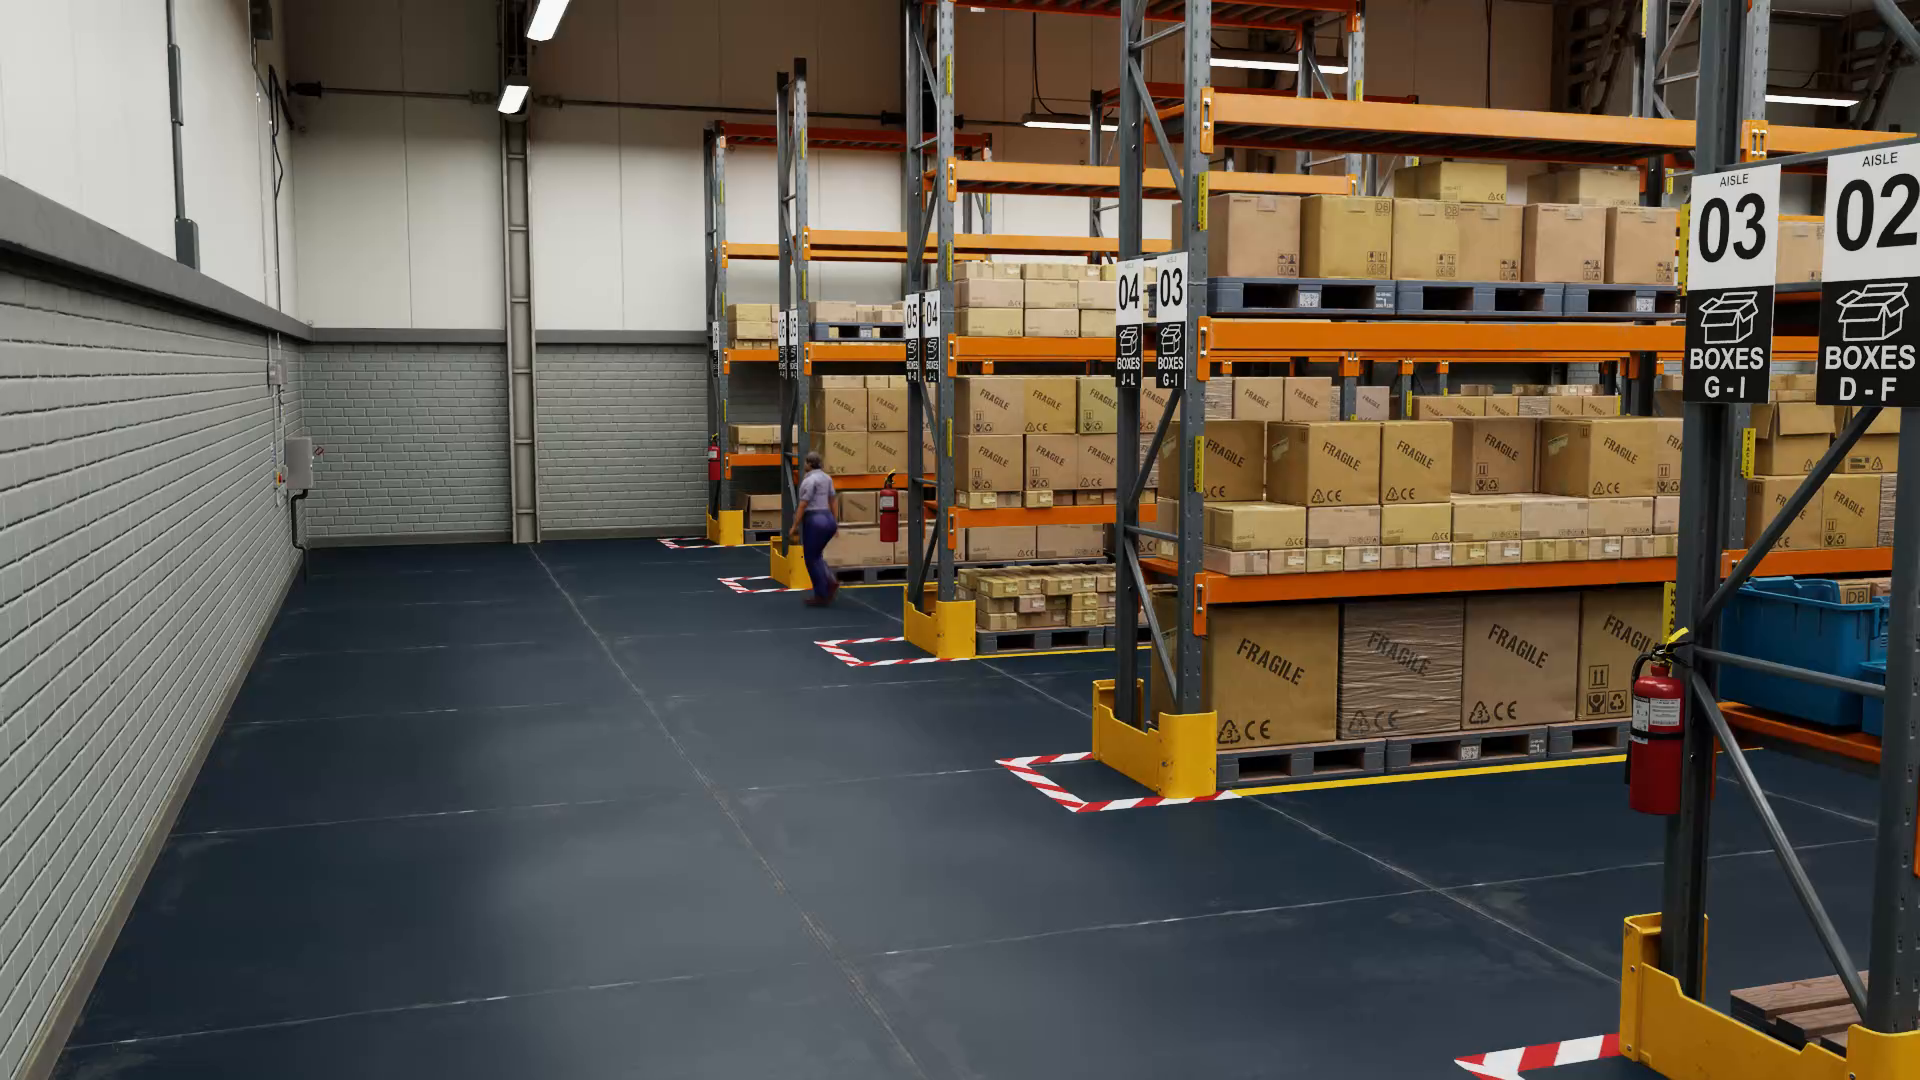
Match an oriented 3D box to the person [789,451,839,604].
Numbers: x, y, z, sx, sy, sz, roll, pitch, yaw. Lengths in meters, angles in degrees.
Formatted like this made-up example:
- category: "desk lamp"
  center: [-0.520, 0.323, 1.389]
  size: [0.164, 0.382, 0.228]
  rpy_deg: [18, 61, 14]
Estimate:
- category: "person"
  center: [-1.547, -0.122, 17.808]
  size: [0.446, 1.628, 0.540]
  rpy_deg: [3, 6, 24]
